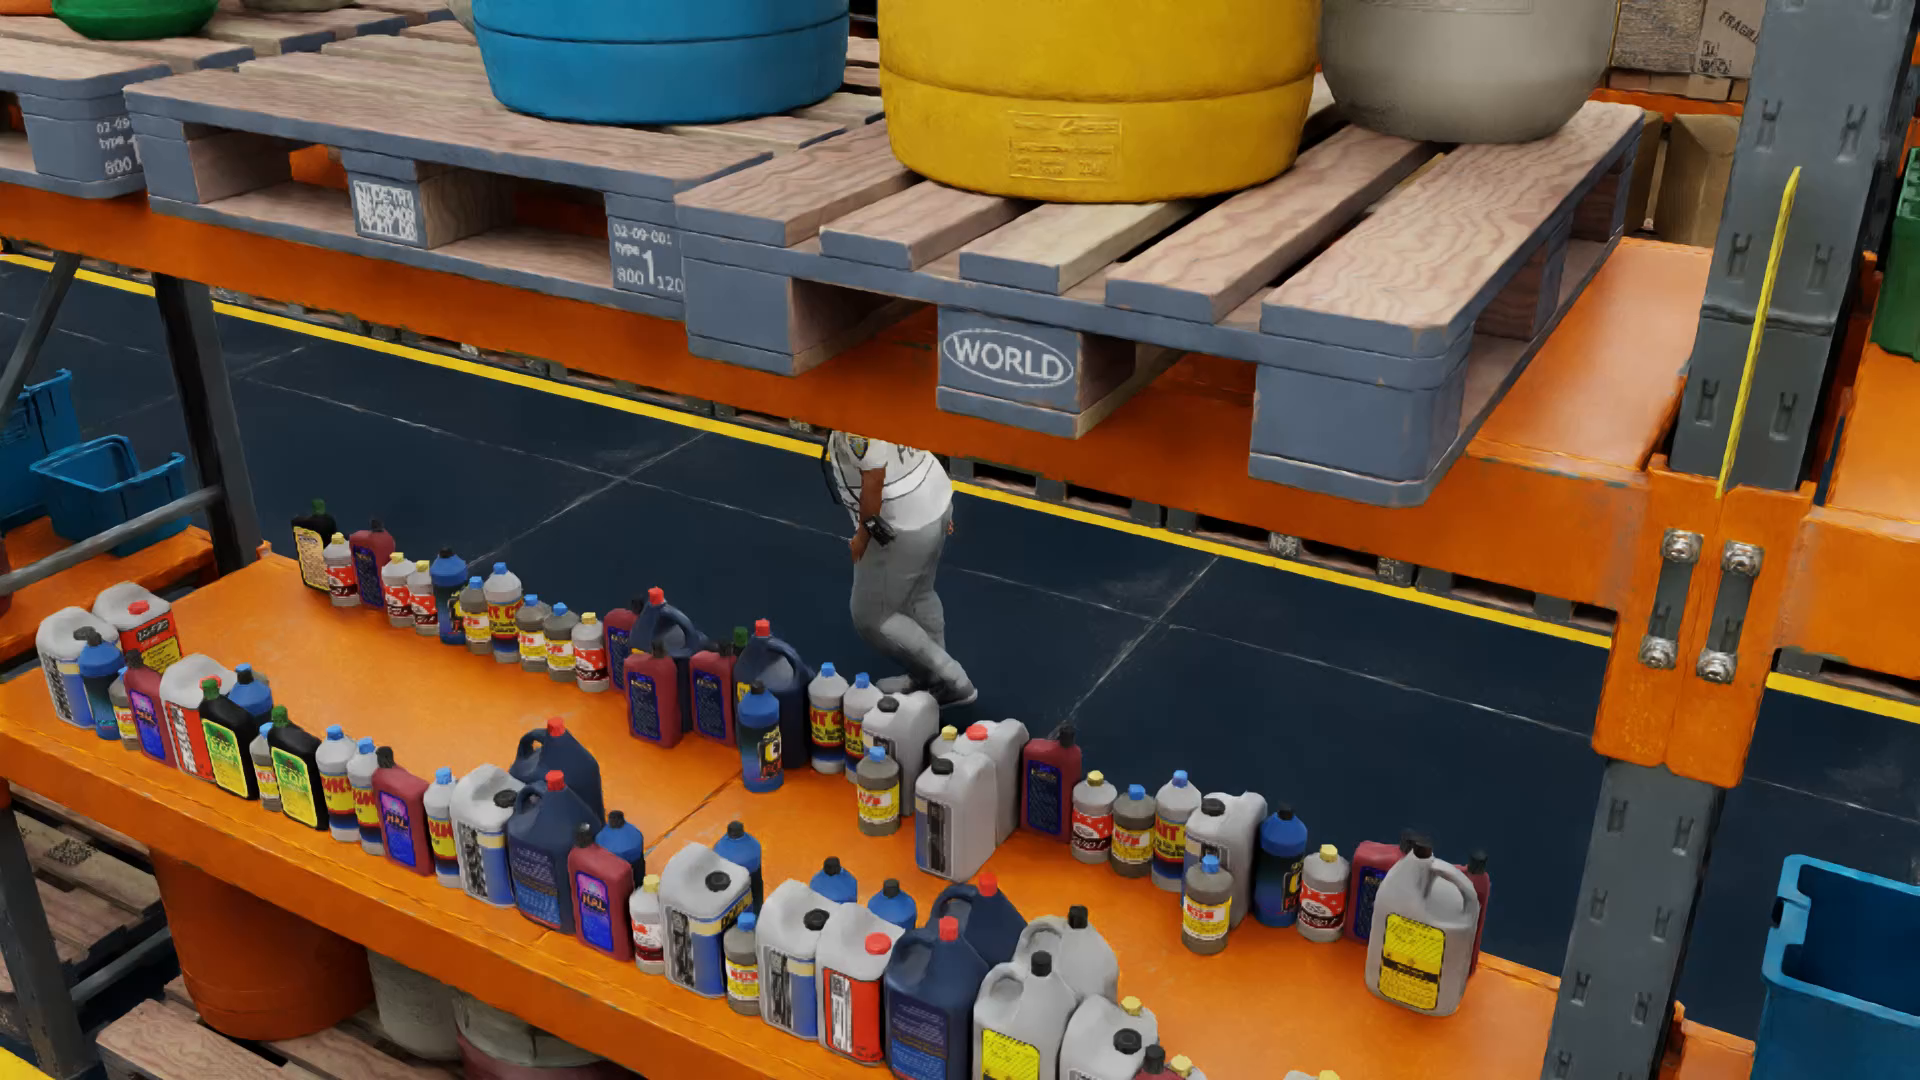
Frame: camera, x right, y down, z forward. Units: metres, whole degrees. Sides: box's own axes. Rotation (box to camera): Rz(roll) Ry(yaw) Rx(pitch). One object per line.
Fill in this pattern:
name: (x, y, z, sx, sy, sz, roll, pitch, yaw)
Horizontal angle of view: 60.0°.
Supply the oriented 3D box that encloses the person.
person: (-0.243, -0.065, 6.269, 0.679, 1.641, 0.486, 5, 27, 10)
